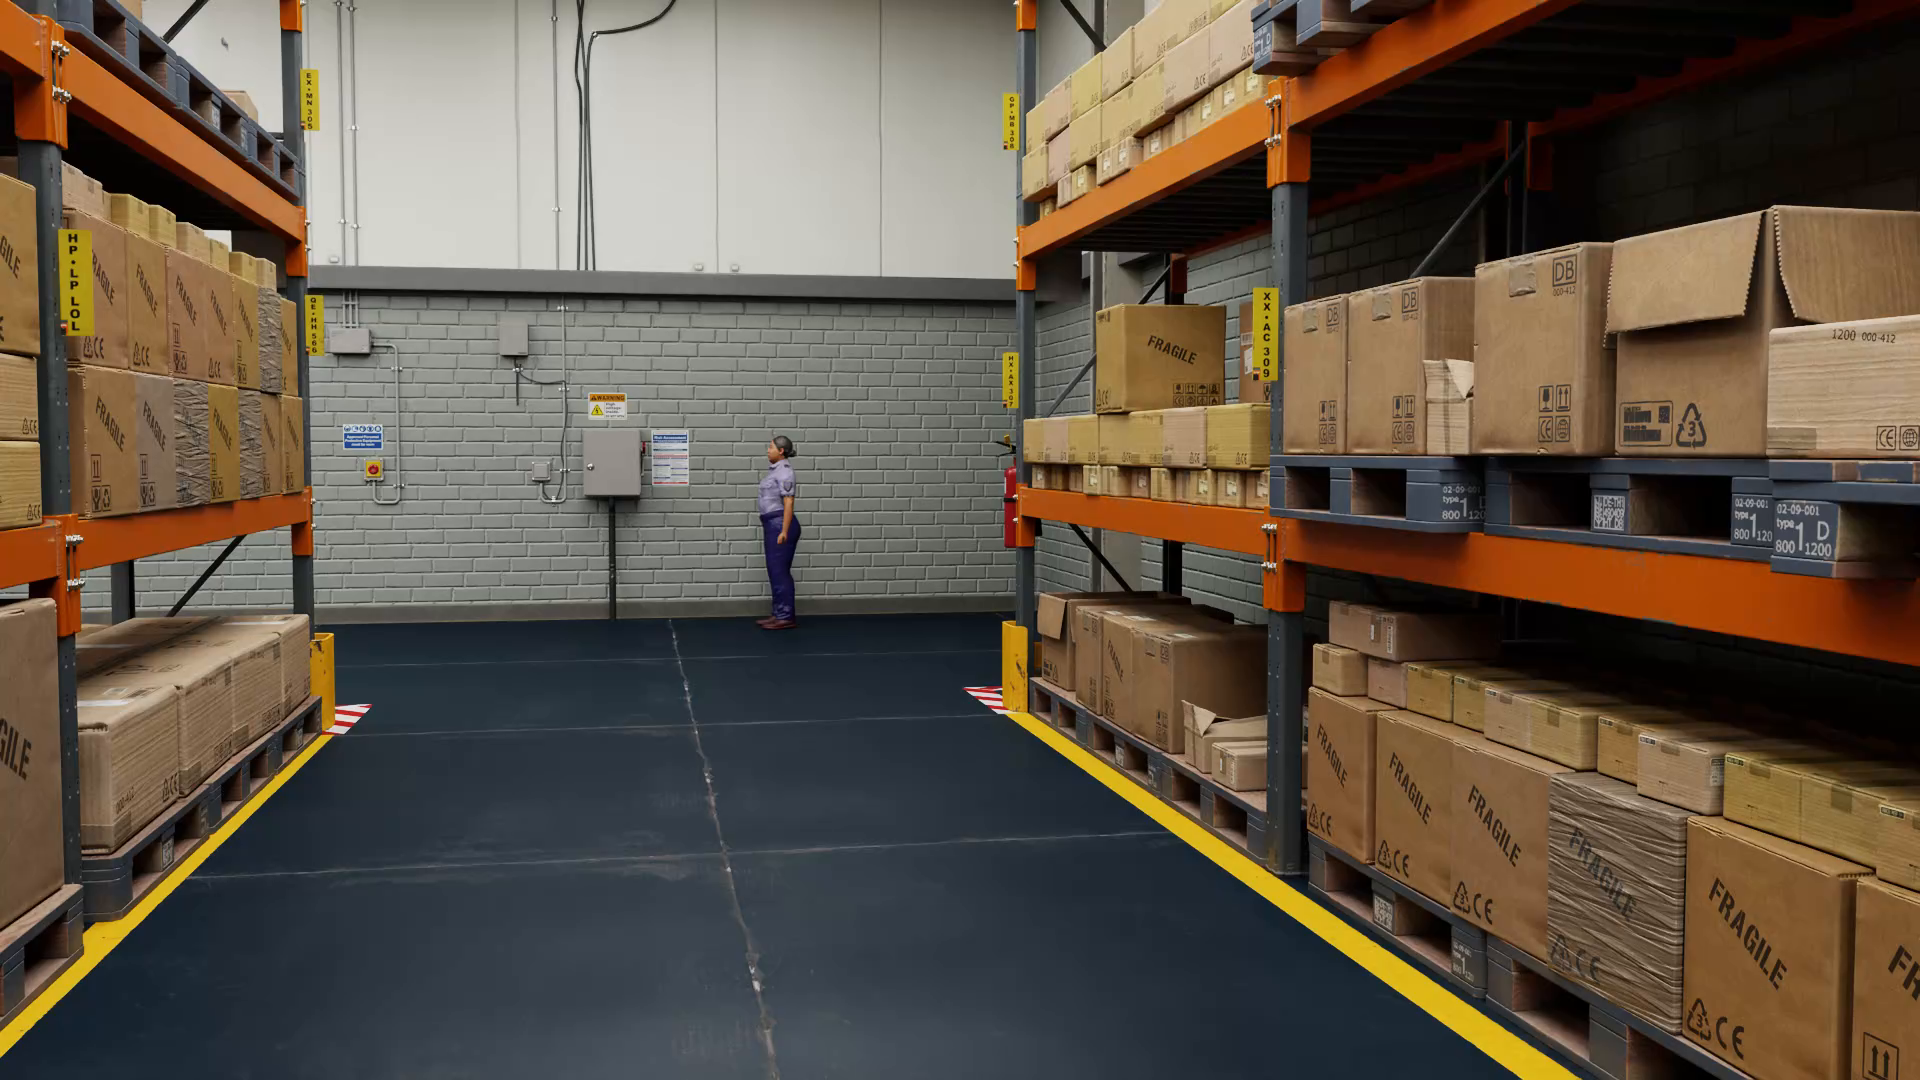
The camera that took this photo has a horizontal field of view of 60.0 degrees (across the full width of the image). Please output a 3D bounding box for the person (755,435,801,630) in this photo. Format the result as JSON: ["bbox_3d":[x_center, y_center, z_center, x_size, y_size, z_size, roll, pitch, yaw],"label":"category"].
[{"bbox_3d":[-1.552,-0.061,14.260,0.361,1.632,0.487,-1,3,-15],"label":"person"}]
